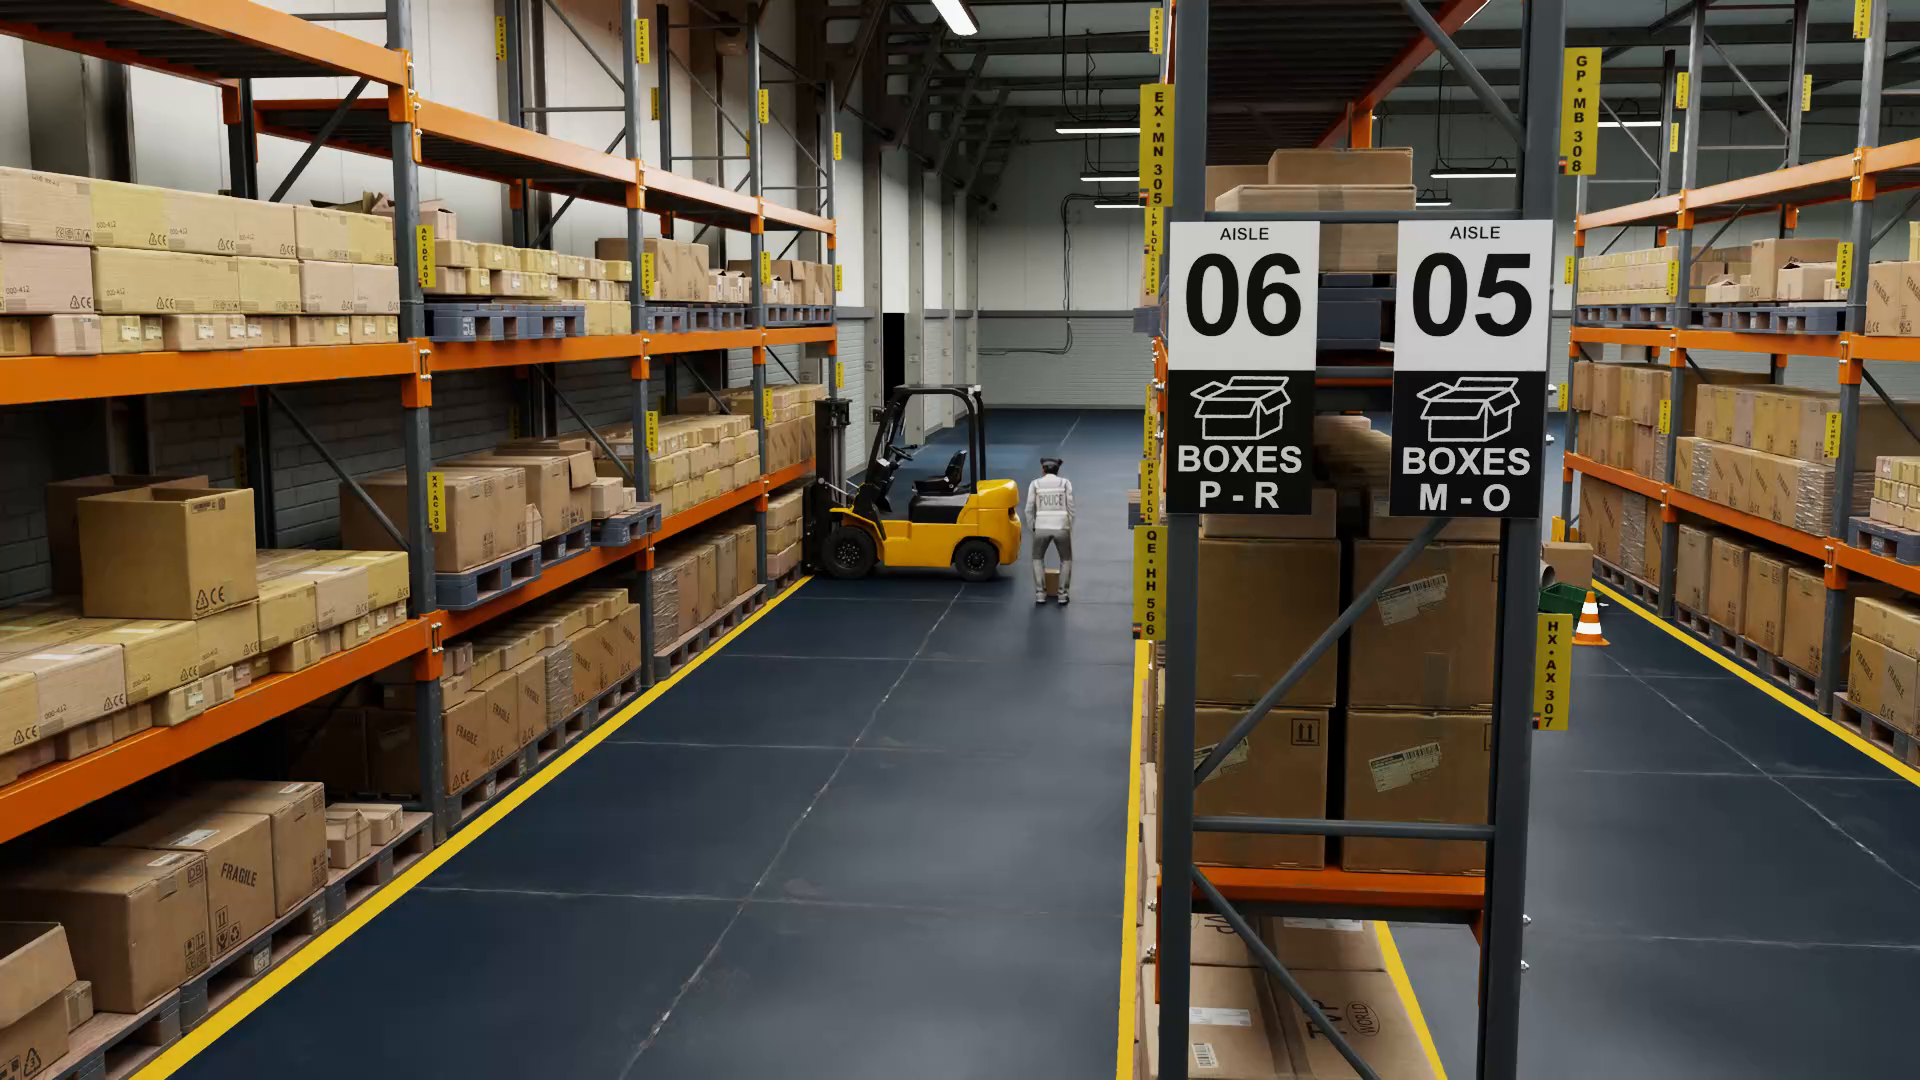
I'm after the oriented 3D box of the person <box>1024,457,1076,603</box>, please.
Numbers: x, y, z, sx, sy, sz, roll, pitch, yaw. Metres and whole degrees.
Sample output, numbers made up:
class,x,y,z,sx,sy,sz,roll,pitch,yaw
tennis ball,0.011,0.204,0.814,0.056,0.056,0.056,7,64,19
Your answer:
class,x,y,z,sx,sy,sz,roll,pitch,yaw
person,0.927,-0.099,17.182,0.529,1.501,0.612,1,8,7
